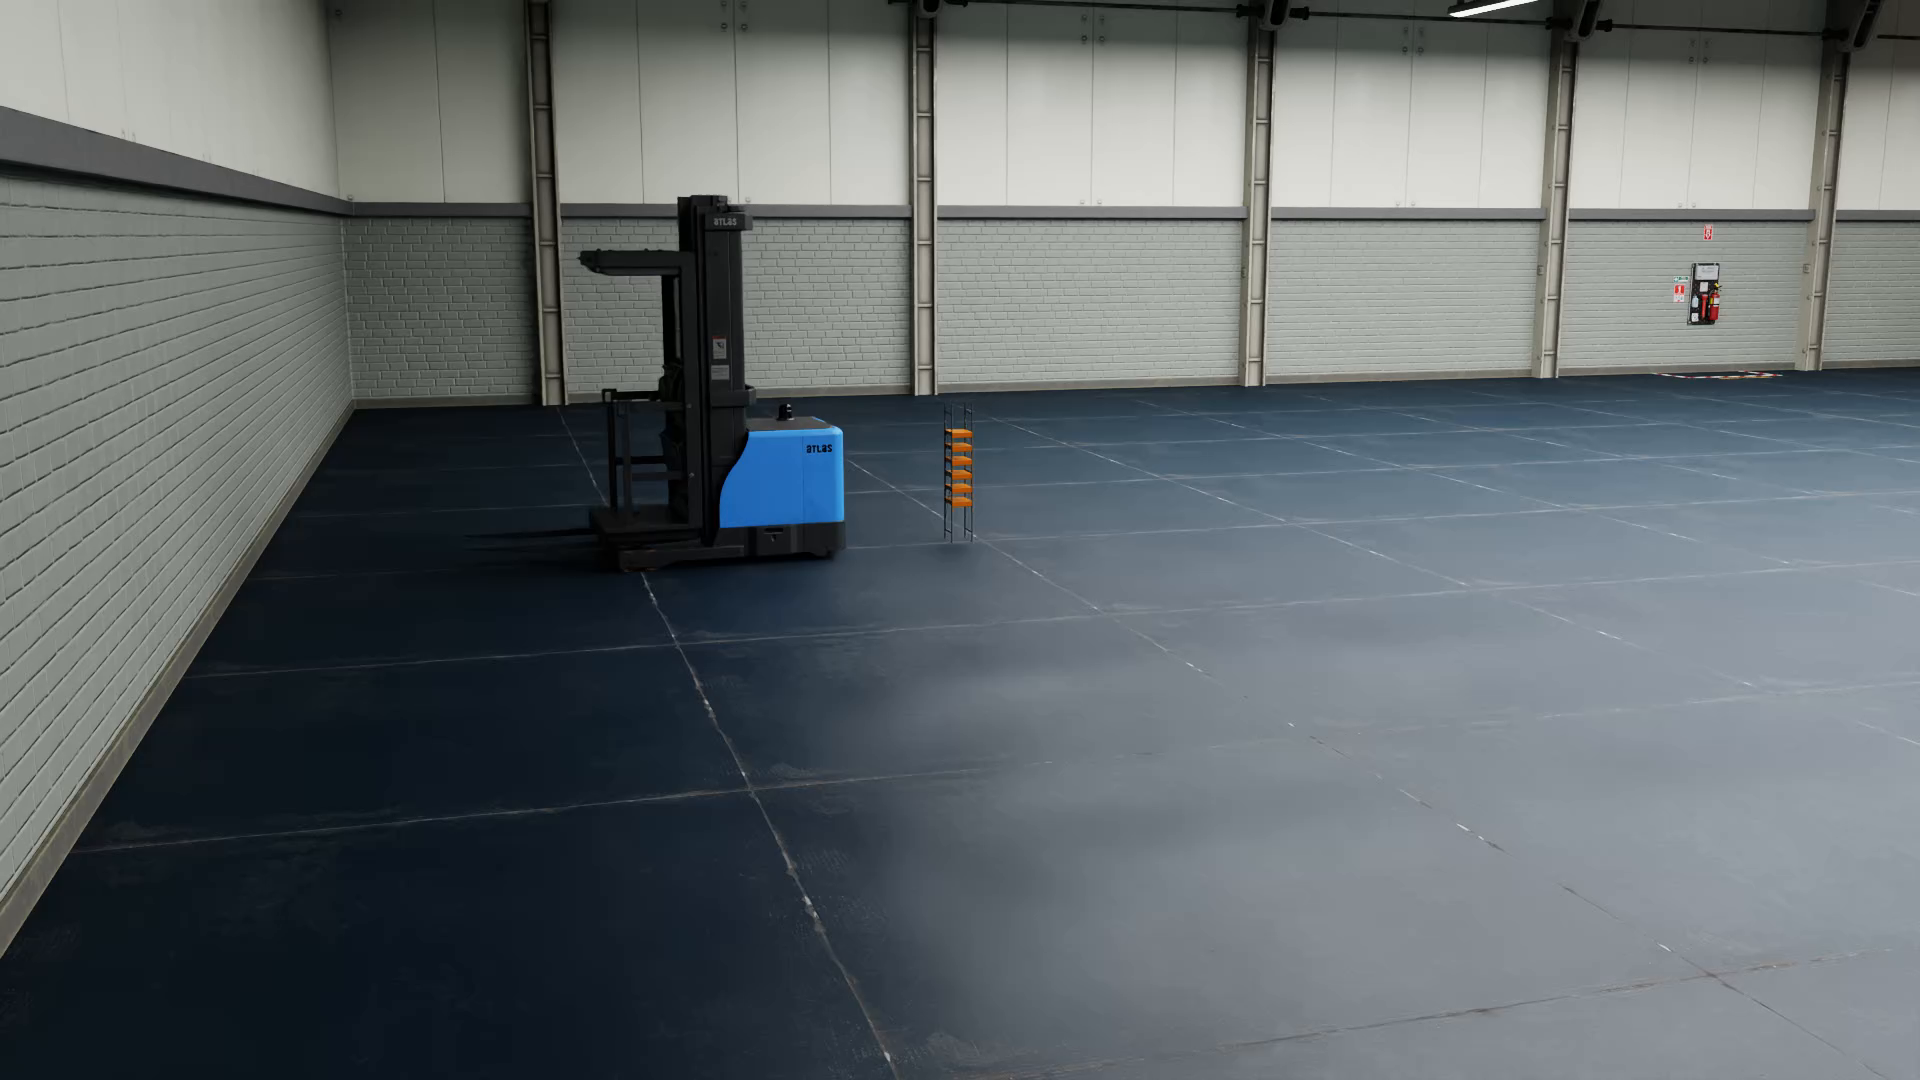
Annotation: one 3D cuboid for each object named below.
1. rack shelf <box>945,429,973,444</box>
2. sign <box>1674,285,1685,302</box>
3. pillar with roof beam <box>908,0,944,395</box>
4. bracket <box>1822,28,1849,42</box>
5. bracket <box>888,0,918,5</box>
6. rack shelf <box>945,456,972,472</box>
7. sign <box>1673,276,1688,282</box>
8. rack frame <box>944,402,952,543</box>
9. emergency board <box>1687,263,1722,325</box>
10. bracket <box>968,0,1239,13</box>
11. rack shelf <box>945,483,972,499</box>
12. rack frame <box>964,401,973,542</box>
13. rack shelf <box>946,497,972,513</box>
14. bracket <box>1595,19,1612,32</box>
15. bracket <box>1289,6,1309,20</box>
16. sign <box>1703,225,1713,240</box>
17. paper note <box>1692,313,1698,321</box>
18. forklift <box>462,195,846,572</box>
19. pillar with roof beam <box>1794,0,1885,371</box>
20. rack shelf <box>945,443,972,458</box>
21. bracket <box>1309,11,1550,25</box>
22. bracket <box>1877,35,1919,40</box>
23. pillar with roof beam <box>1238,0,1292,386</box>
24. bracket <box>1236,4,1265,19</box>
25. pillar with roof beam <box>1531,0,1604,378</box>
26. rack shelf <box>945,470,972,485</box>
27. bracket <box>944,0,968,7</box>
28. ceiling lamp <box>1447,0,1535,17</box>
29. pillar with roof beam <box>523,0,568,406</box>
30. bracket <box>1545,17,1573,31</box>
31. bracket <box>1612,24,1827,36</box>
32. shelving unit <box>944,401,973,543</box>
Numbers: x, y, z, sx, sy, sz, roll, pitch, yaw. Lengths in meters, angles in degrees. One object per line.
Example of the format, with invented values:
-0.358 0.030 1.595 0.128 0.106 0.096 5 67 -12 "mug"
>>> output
-0.014 -0.900 14.377 0.180 0.103 0.258 -3 11 -16 "rack shelf"
13.736 -4.711 31.751 0.234 0.329 0.001 -3 11 -16 "sign"
0.599 -6.113 22.896 0.548 9.000 9.100 -3 11 -16 "pillar with roof beam"
16.380 -9.460 31.134 0.430 0.232 0.235 -3 11 -16 "bracket"
-0.903 -8.549 26.186 0.430 0.232 0.235 -3 11 -16 "bracket"
-0.014 -0.664 14.420 0.180 0.103 0.258 -3 11 -16 "rack shelf"
13.743 -4.970 31.696 0.331 0.109 0.001 -3 11 -16 "sign"
-0.102 -0.585 14.409 0.006 1.200 0.240 -3 11 -16 "rack frame"
14.295 -4.703 31.809 0.643 1.169 0.194 -3 11 -16 "emergency board"
2.368 -8.721 27.123 4.783 0.066 0.076 -3 11 -16 "bracket"
-0.014 -0.428 14.464 0.180 0.103 0.258 -3 11 -16 "rack shelf"
0.074 -0.594 14.459 0.006 1.200 0.240 -3 11 -16 "rack frame"
-0.014 -0.310 14.485 0.180 0.103 0.258 -3 11 -16 "rack shelf"
11.416 -9.198 29.713 0.430 0.232 0.235 -3 11 -16 "bracket"
5.655 -8.894 28.064 0.430 0.232 0.235 -3 11 -16 "bracket"
14.260 -5.860 31.691 0.199 0.298 0.001 -3 11 -16 "sign"
14.106 -4.273 31.905 0.142 0.148 0.016 -3 11 -16 "paper note"
-2.520 -1.295 13.483 3.031 2.935 1.130 -3 11 -18 "forklift"
17.882 -7.024 27.844 0.548 9.000 9.100 -3 11 -16 "pillar with roof beam"
-0.014 -0.782 14.398 0.180 0.103 0.258 -3 11 -16 "rack shelf"
8.129 -9.025 28.772 4.783 0.066 0.076 -3 11 -16 "bracket"
19.650 -9.632 32.070 4.783 0.066 0.076 -3 11 -16 "bracket"
6.360 -6.416 24.546 0.548 9.000 9.100 -3 11 -16 "pillar with roof beam"
4.858 -8.852 27.835 0.430 0.232 0.235 -3 11 -16 "bracket"
12.121 -6.720 26.195 0.548 9.000 9.100 -3 11 -16 "pillar with roof beam"
-0.014 -0.546 14.442 0.180 0.103 0.258 -3 11 -16 "rack shelf"
-0.106 -8.591 26.414 0.430 0.232 0.235 -3 11 -16 "bracket"
7.479 -9.222 23.666 0.800 3.185 2.000 -3 11 -16 "ceiling lamp"
-5.161 -5.809 21.247 0.548 9.000 9.100 -3 11 -16 "pillar with roof beam"
10.619 -9.156 29.485 0.430 0.232 0.235 -3 11 -16 "bracket"
13.889 -9.328 30.421 4.783 0.066 0.076 -3 11 -16 "bracket"
-0.014 -0.589 14.434 0.189 1.200 0.258 -3 11 -16 "shelving unit"
